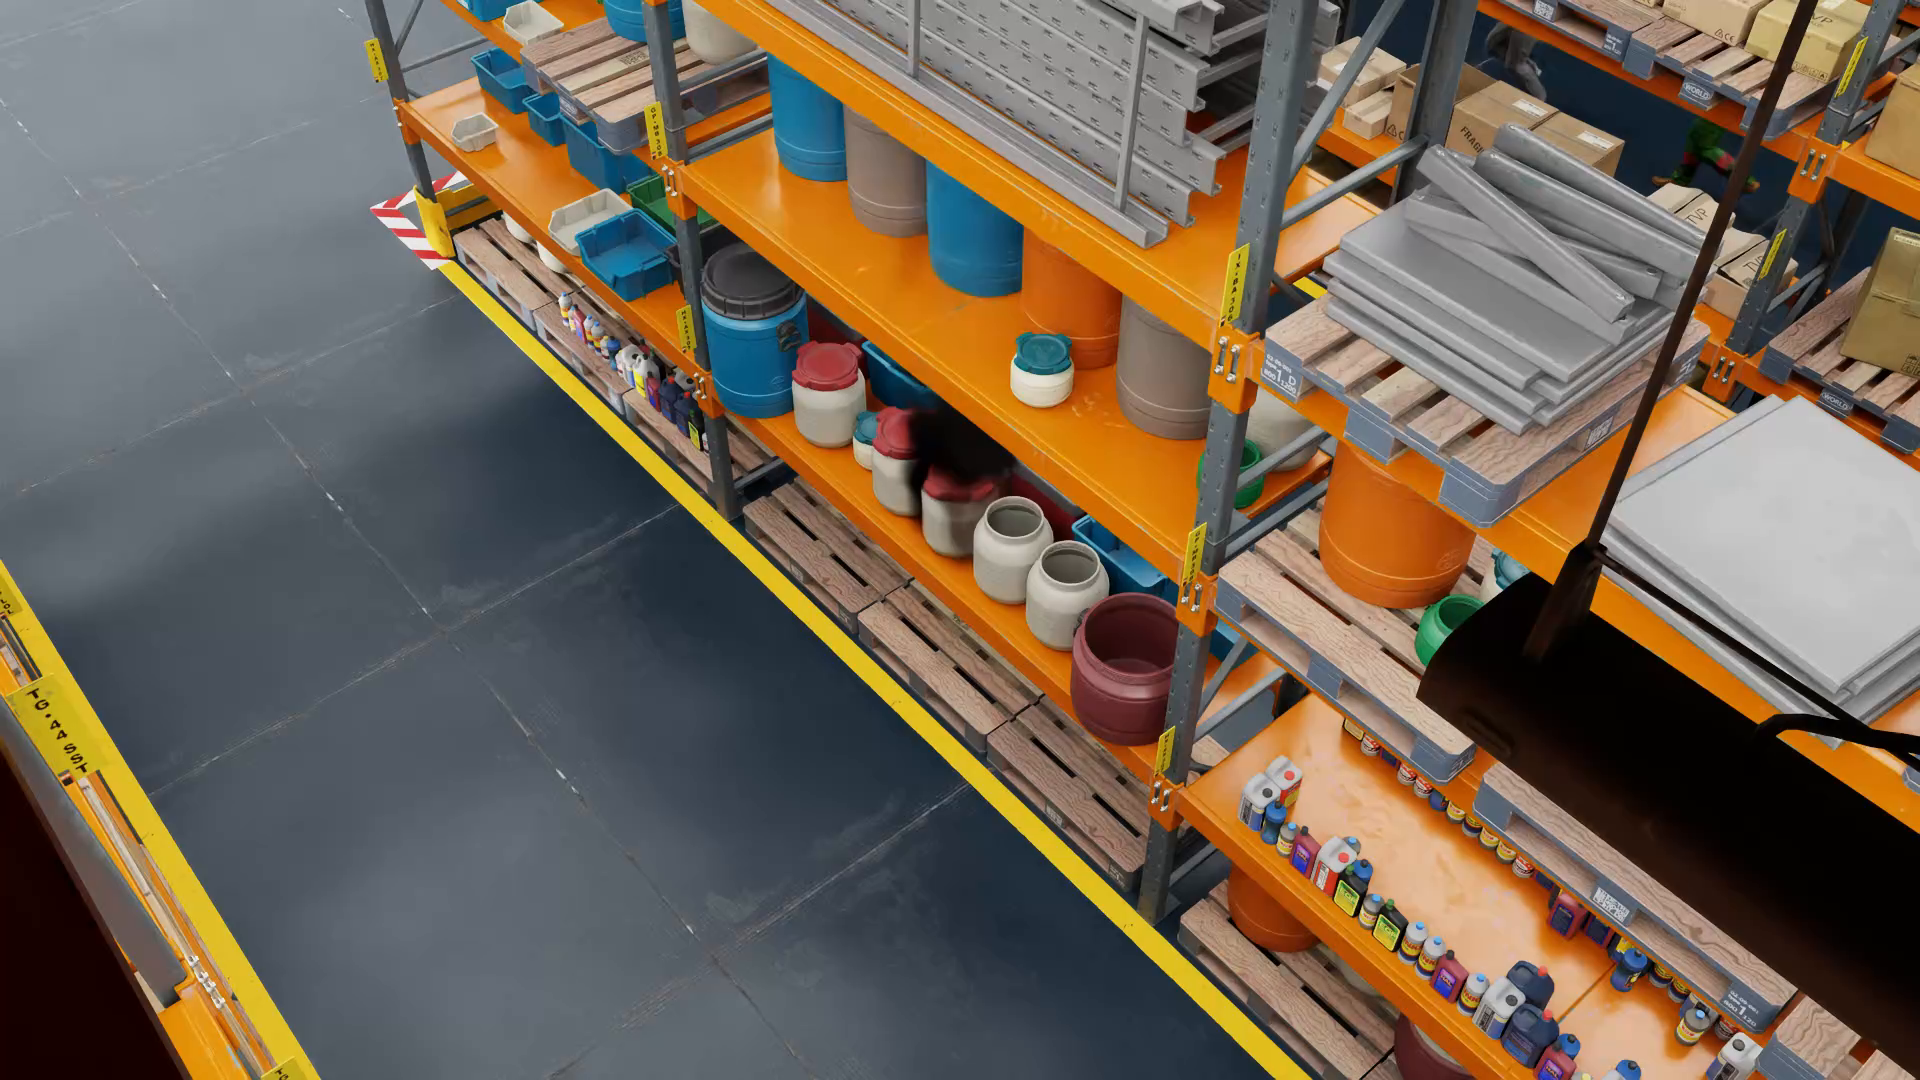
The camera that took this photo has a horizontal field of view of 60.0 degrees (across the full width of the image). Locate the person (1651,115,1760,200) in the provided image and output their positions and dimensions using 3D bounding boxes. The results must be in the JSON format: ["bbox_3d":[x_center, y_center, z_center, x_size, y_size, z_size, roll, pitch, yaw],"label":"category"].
[{"bbox_3d":[6.061,-3.387,12.996,0.845,1.774,0.656,36,56,29],"label":"person"}]

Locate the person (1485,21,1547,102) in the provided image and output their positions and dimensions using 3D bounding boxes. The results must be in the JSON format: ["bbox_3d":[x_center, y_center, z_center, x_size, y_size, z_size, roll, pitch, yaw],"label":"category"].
[{"bbox_3d":[4.728,-4.483,14.136,0.867,1.599,0.684,16,49,15],"label":"person"}]
